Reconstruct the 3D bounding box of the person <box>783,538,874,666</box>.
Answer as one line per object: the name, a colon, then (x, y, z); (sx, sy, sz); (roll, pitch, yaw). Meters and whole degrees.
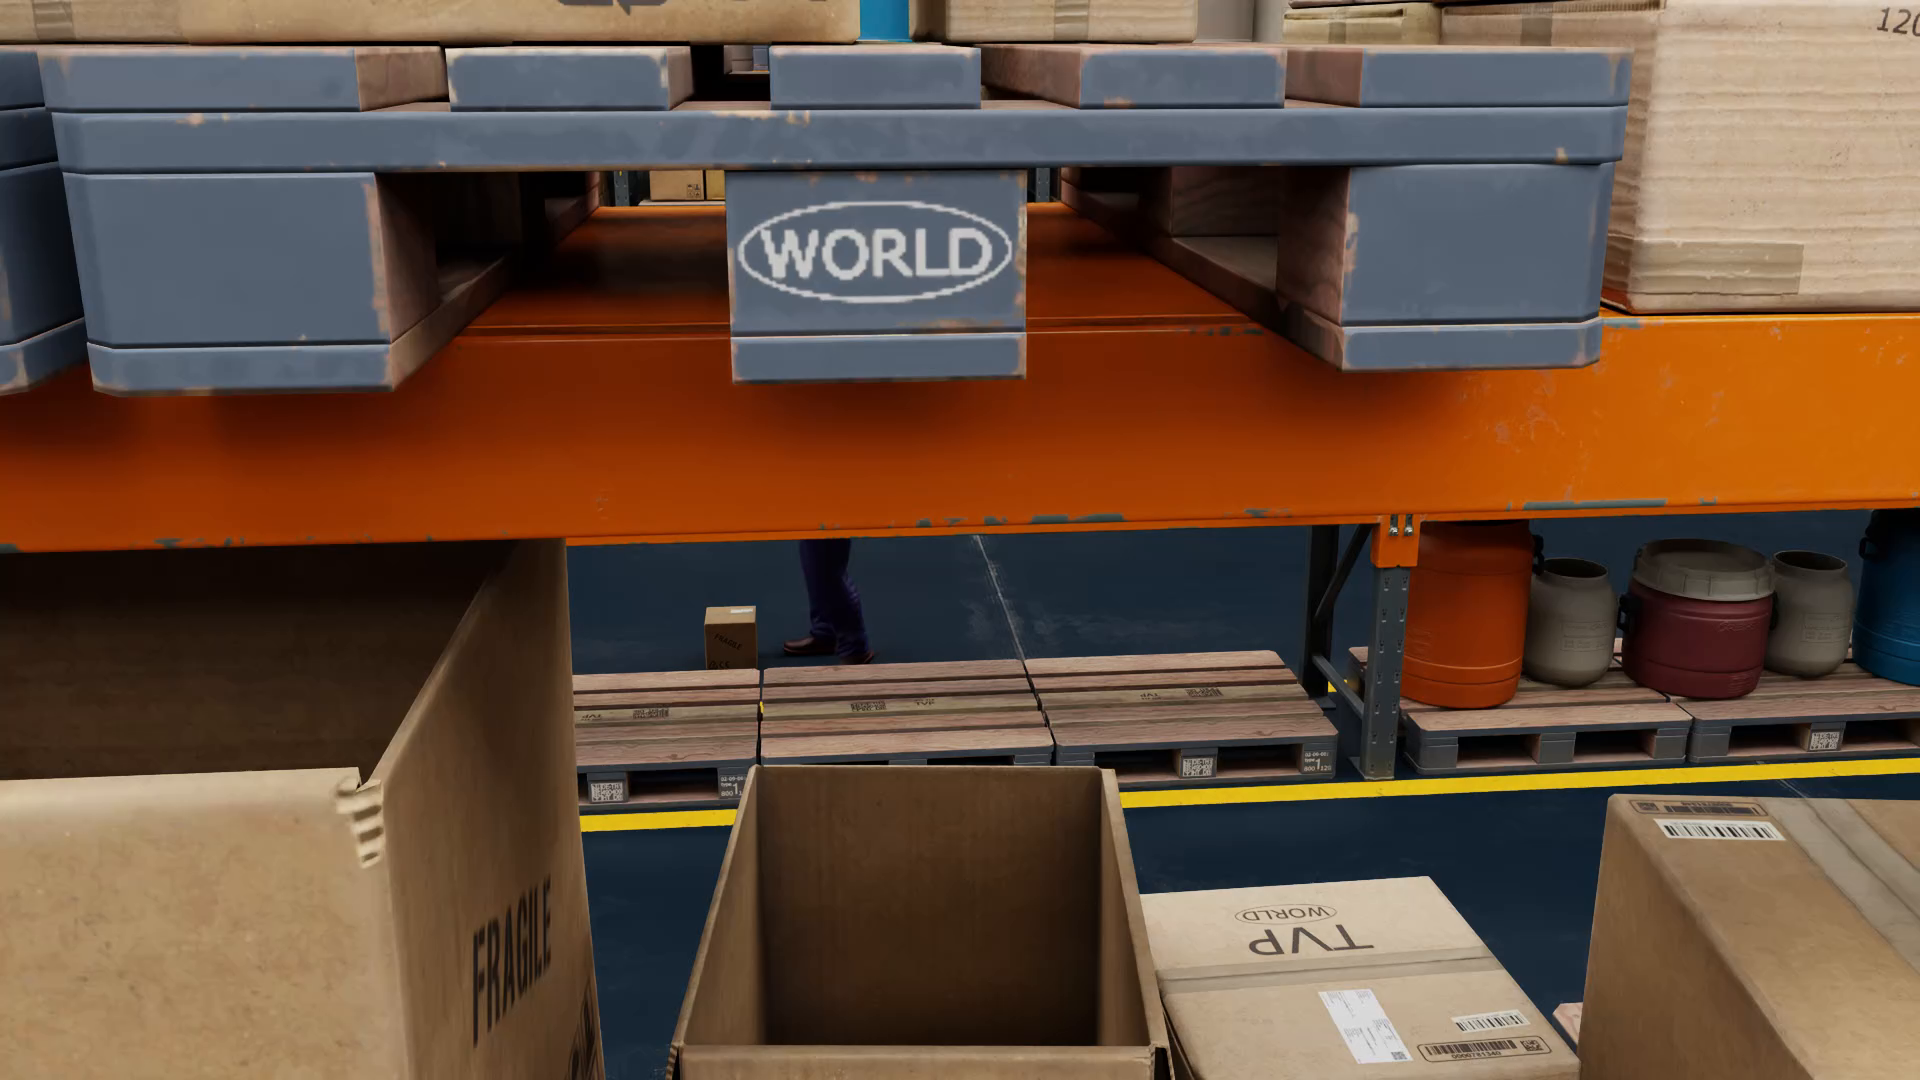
person: (-0.668, -0.160, 8.193); (0.458, 1.707, 0.479); (-2, 17, -5)
